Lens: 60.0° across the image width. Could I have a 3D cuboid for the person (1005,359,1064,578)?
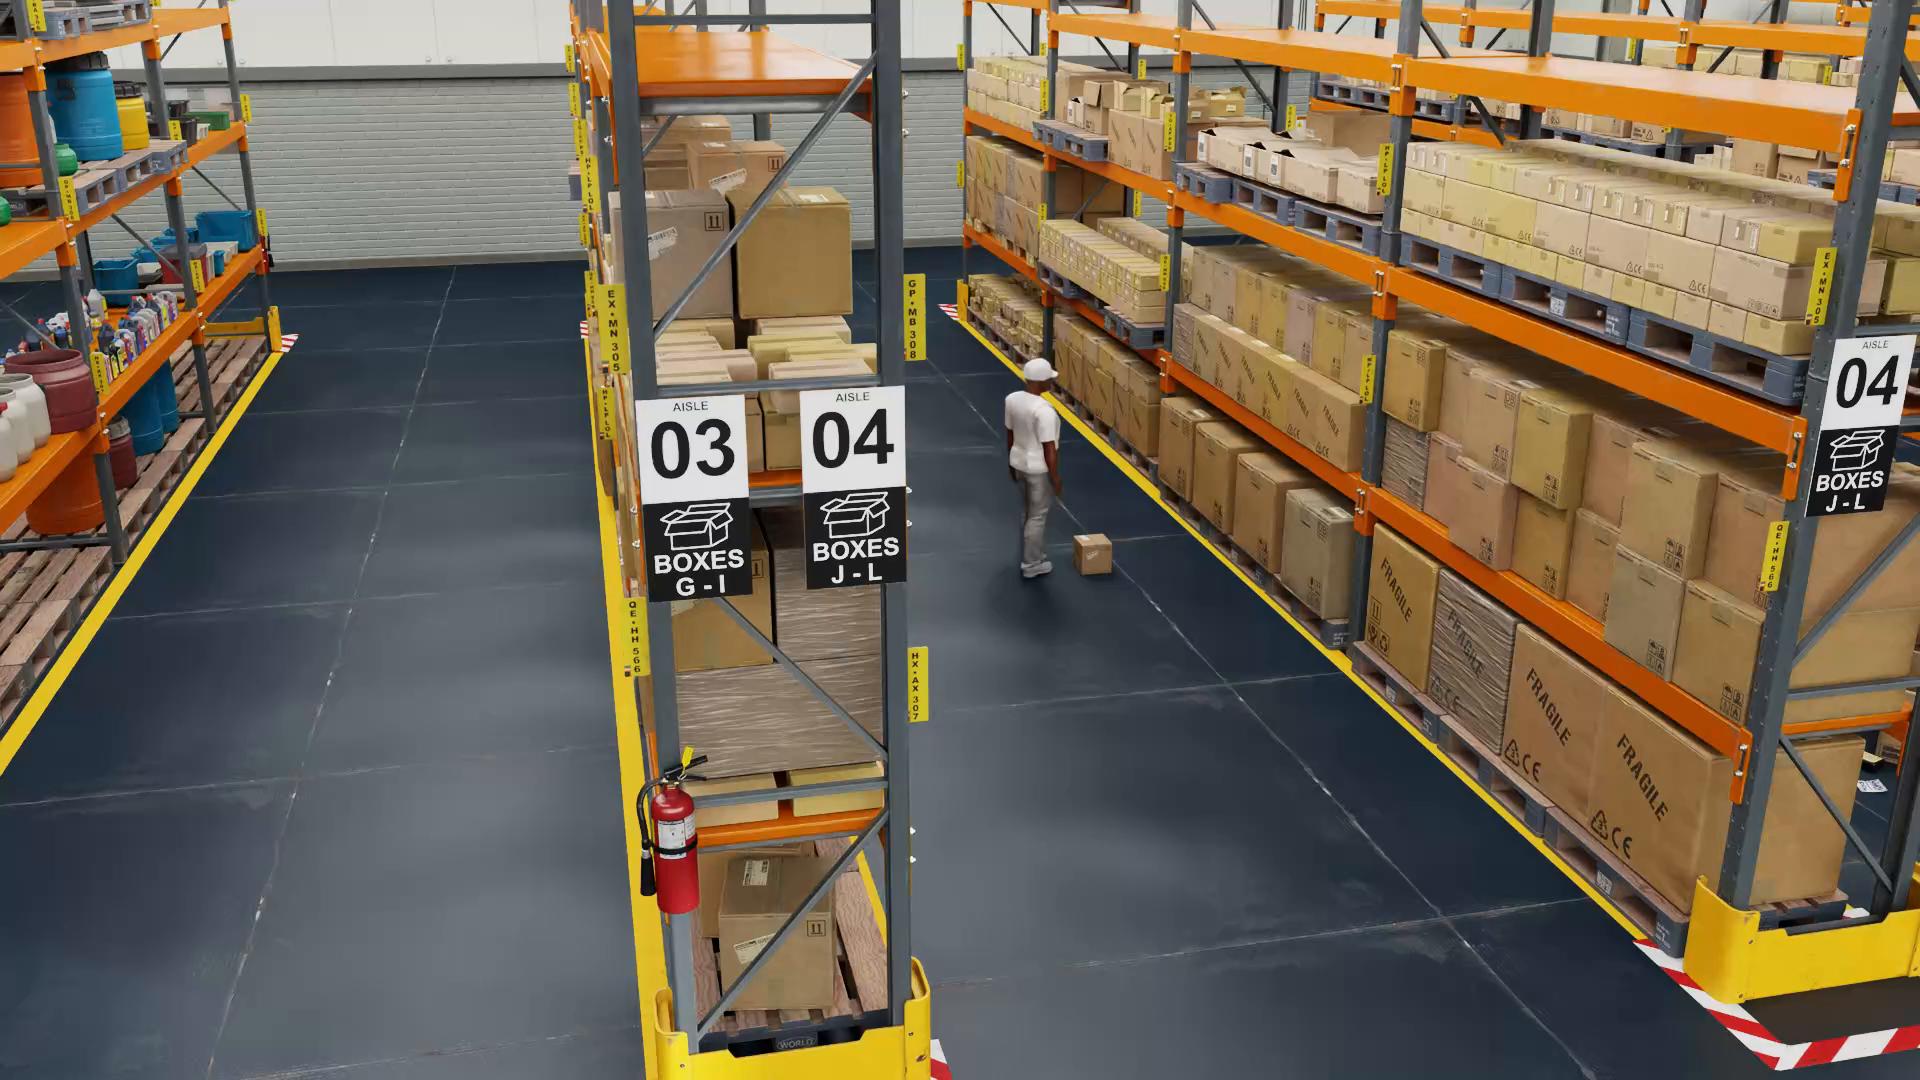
[{"bbox_3d":[0.649,-0.574,13.171,0.508,1.798,0.607,-12,23,-31],"label":"person"}]
